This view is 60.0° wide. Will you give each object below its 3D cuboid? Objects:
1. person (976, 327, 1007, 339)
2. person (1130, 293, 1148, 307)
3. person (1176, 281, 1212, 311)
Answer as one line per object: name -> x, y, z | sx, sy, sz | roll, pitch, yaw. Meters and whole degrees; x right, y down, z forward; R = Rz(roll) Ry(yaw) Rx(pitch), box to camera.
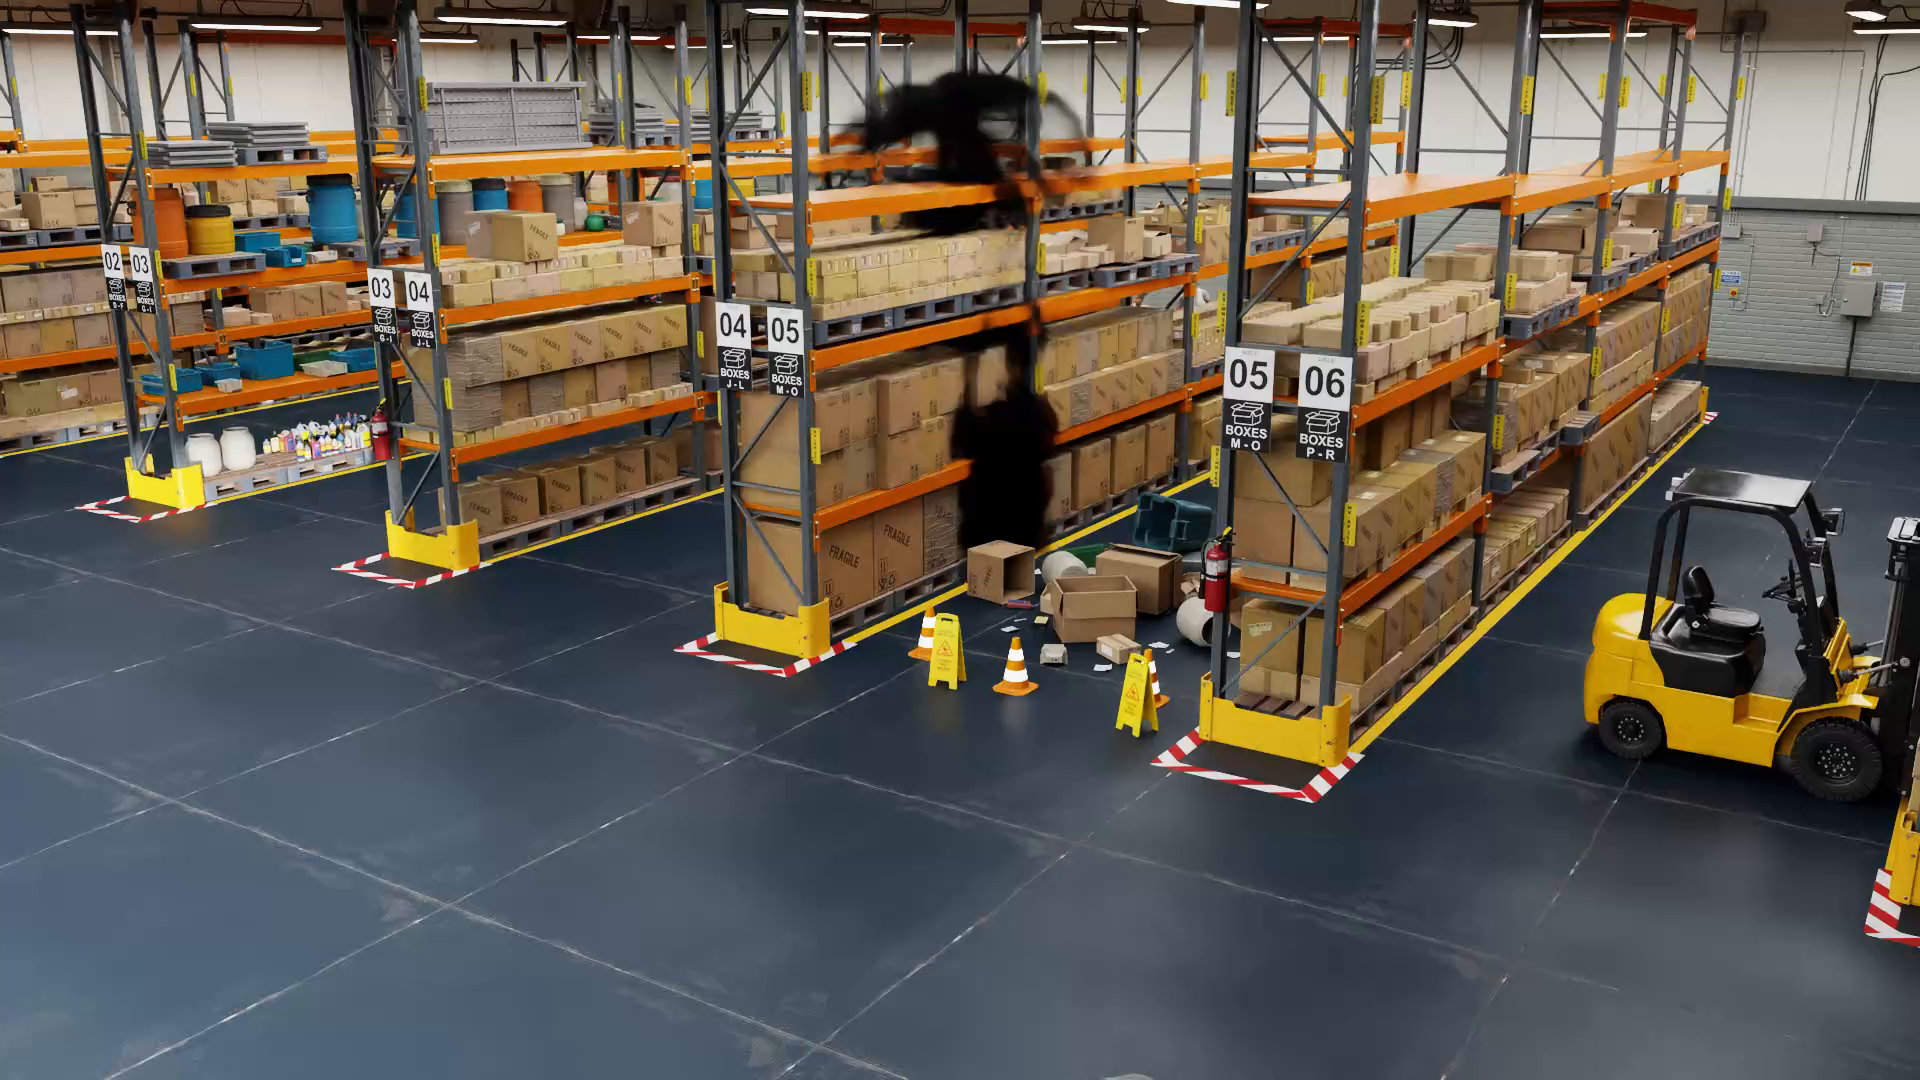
person -> 0.411, -2.250, 23.013 | 0.692, 1.765, 0.656 | 6, 17, 21
person -> 3.086, -3.459, 28.523 | 0.578, 1.703, 0.931 | 7, 17, 23
person -> 4.411, -4.074, 30.785 | 0.801, 1.644, 0.558 | -2, 16, -9
